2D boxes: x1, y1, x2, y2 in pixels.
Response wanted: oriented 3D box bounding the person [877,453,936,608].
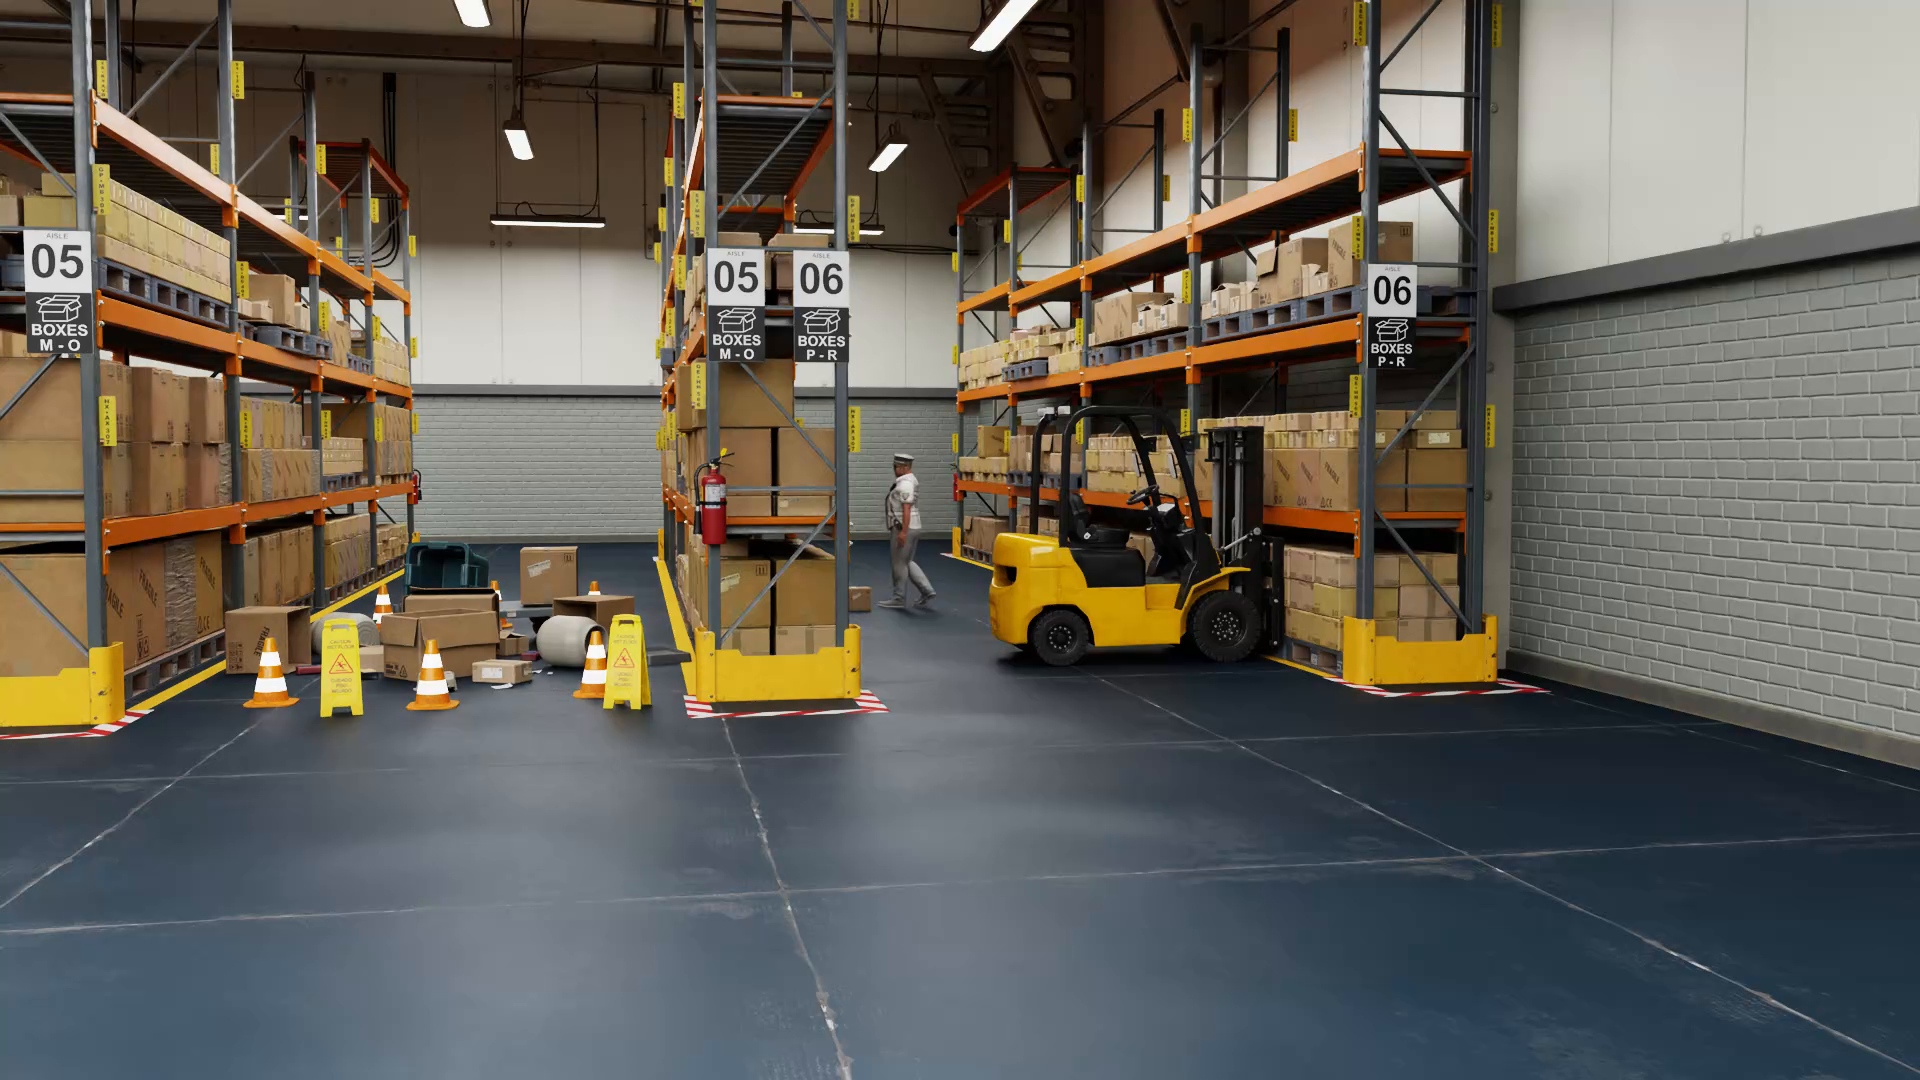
[{"bbox_3d":[-0.608,-0.105,18.797,0.657,1.745,0.554,0,3,8],"label":"person"}]
